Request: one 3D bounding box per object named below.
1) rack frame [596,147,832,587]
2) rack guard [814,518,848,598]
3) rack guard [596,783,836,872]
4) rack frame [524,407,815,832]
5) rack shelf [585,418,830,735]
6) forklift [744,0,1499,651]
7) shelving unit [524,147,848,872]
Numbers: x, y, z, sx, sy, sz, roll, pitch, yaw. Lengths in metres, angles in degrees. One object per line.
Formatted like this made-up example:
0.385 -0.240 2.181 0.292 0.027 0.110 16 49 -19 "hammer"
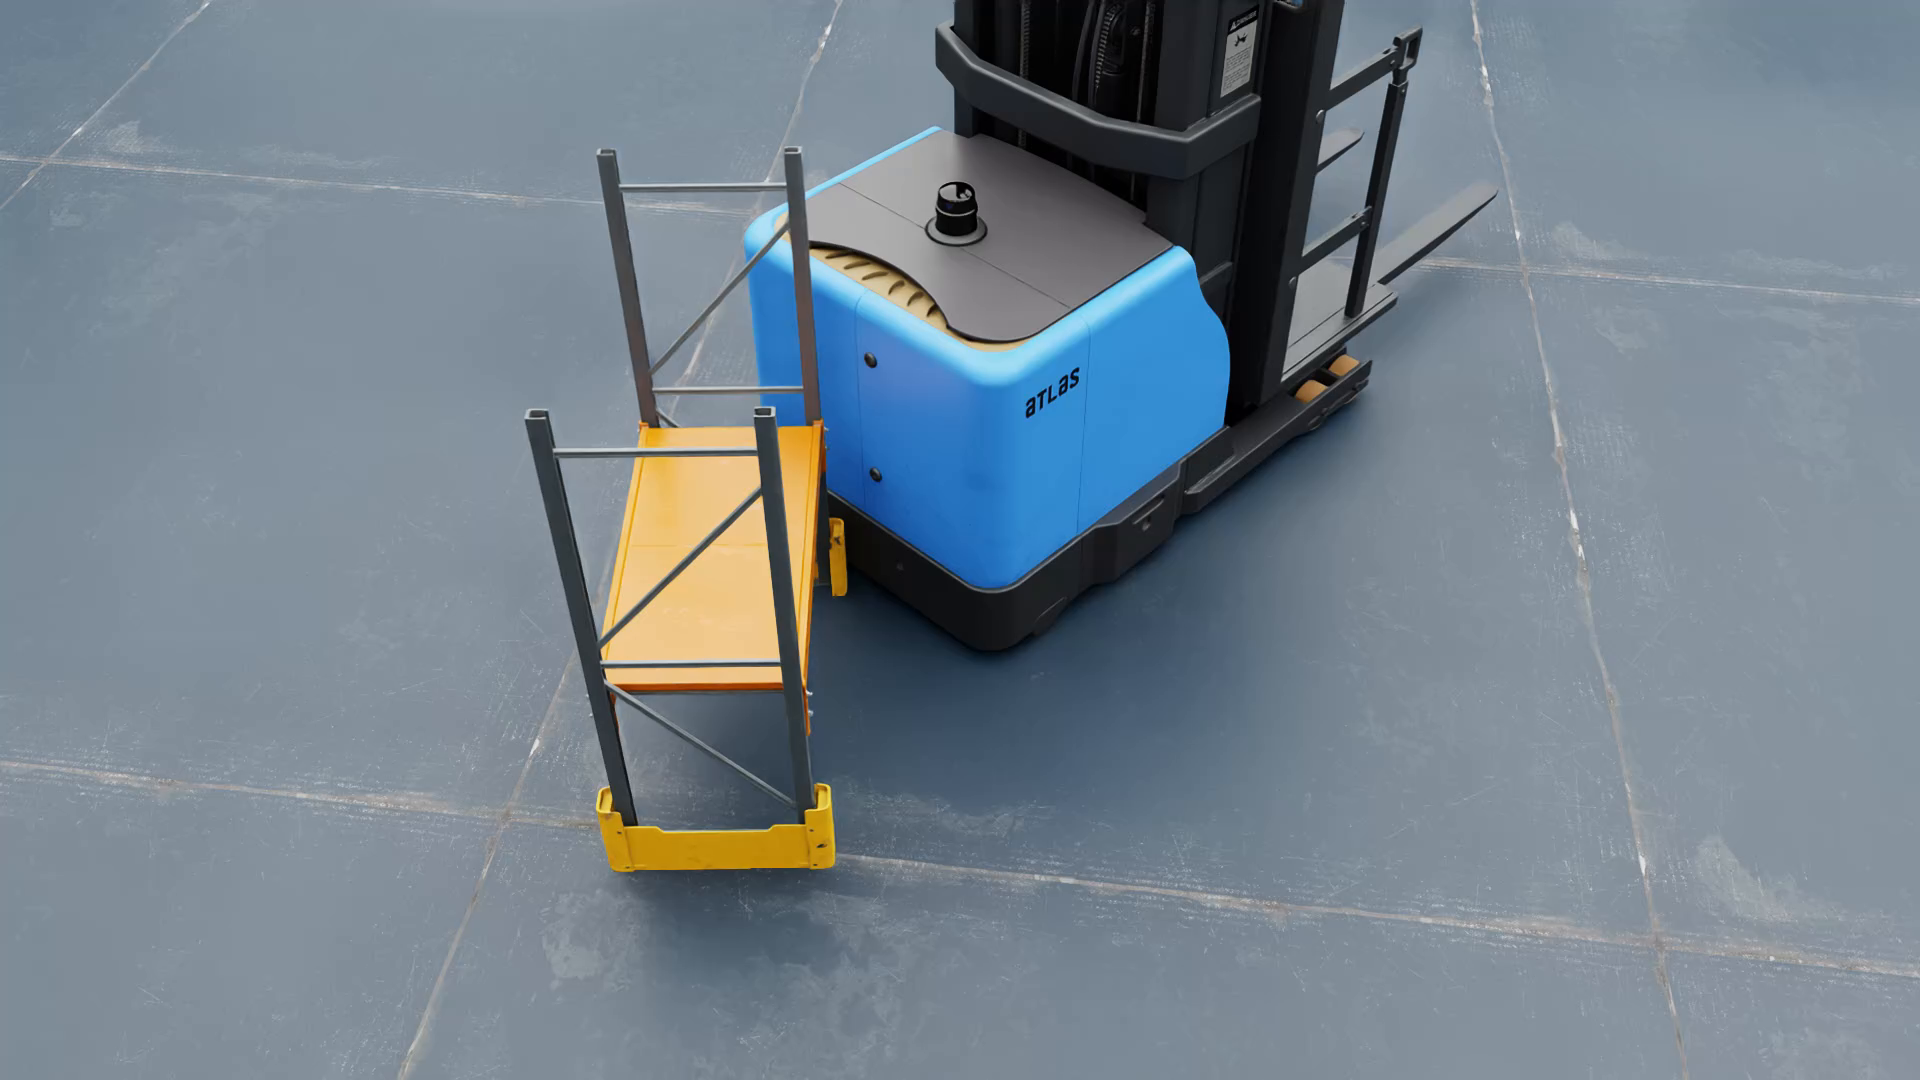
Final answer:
-0.639 -0.410 4.592 0.500 1.500 0.032 -1 43 -1 "rack frame"
-0.639 0.058 5.007 0.587 0.250 0.087 -1 43 -1 "rack guard"
-0.622 0.742 4.284 0.587 0.250 0.087 -1 43 -1 "rack guard"
-0.622 0.289 3.854 0.500 1.500 0.032 -1 43 -1 "rack frame"
-0.630 0.070 4.346 0.538 0.185 1.000 -1 43 -1 "rack shelf"
0.766 -1.660 4.871 1.130 2.935 3.031 34 53 30 "forklift"
-0.630 -0.054 4.216 0.587 1.500 1.083 -1 43 -1 "shelving unit"
